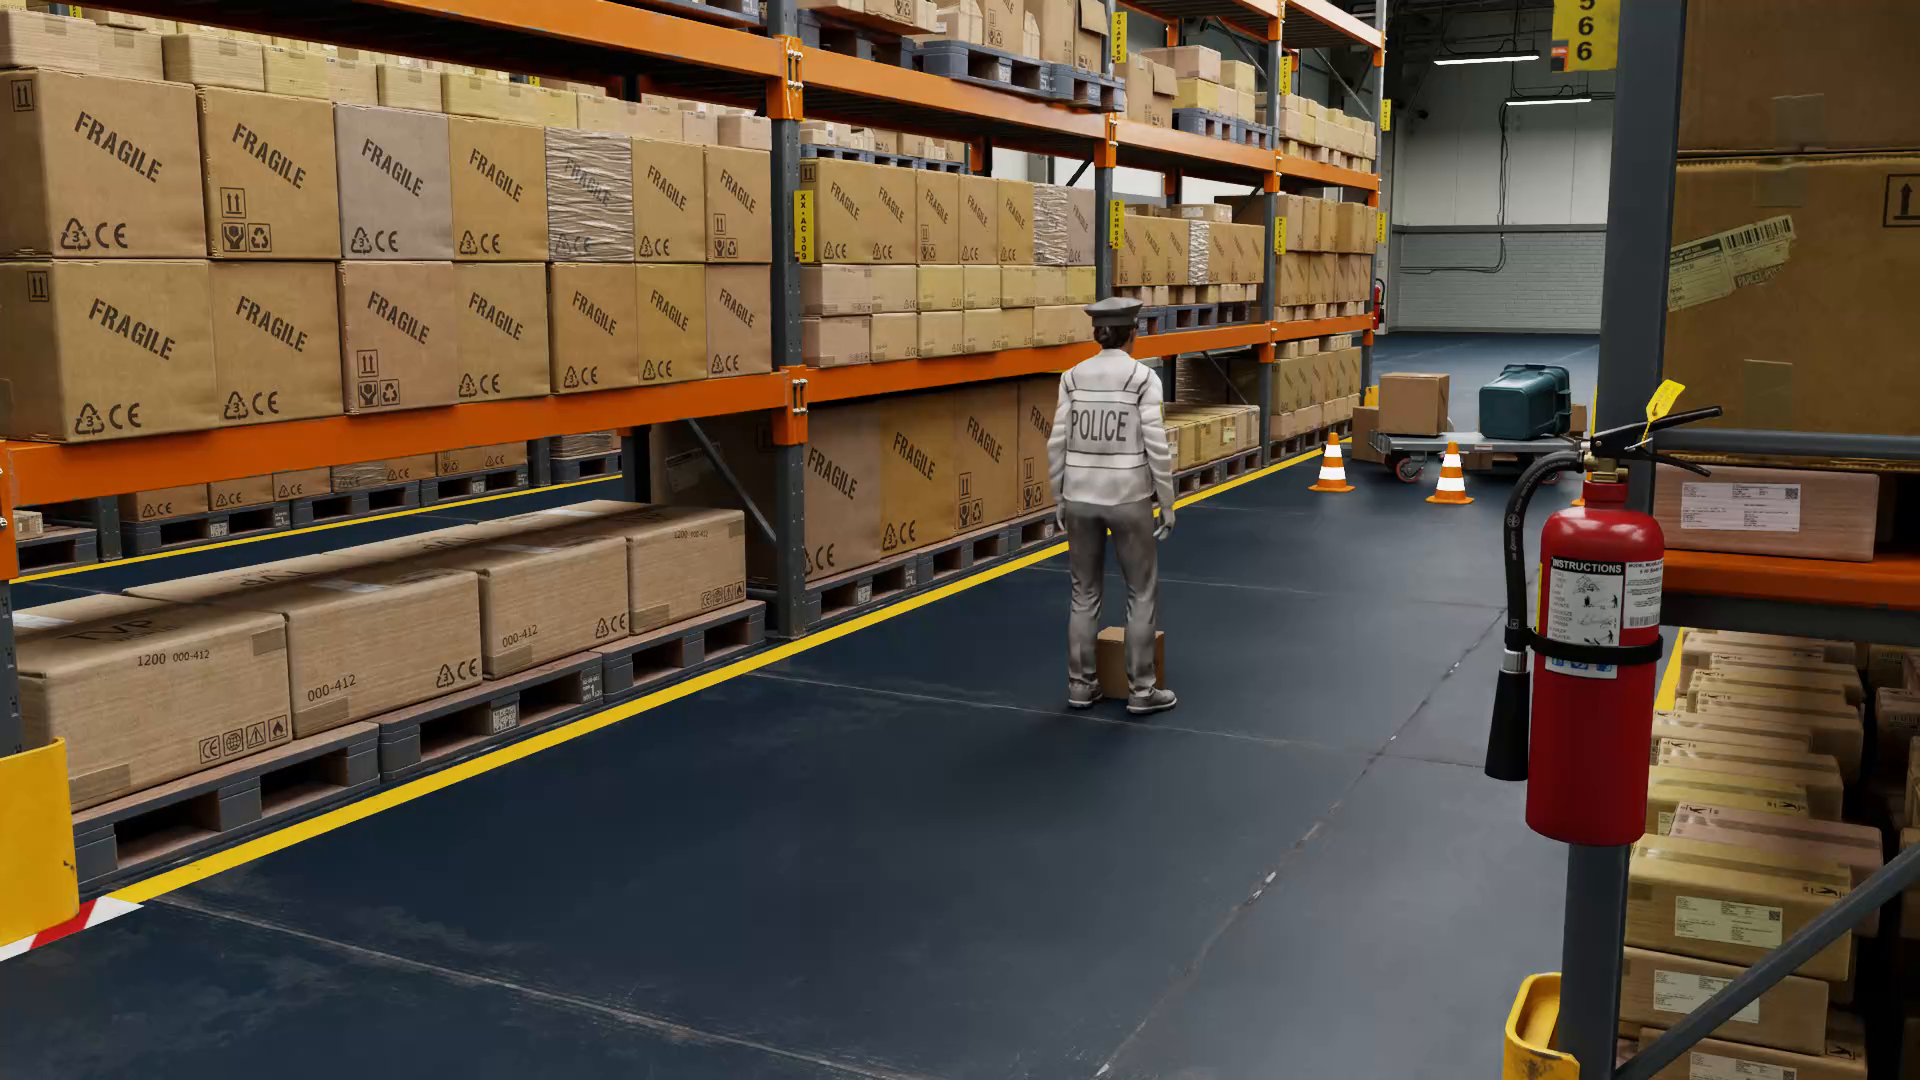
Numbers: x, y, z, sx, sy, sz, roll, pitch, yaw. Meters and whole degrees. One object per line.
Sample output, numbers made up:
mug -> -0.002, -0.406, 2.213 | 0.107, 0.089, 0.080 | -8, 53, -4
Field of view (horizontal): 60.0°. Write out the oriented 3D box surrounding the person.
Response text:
person -> 0.611, -0.138, 6.716 | 0.530, 1.663, 0.371 | 5, 10, 26
